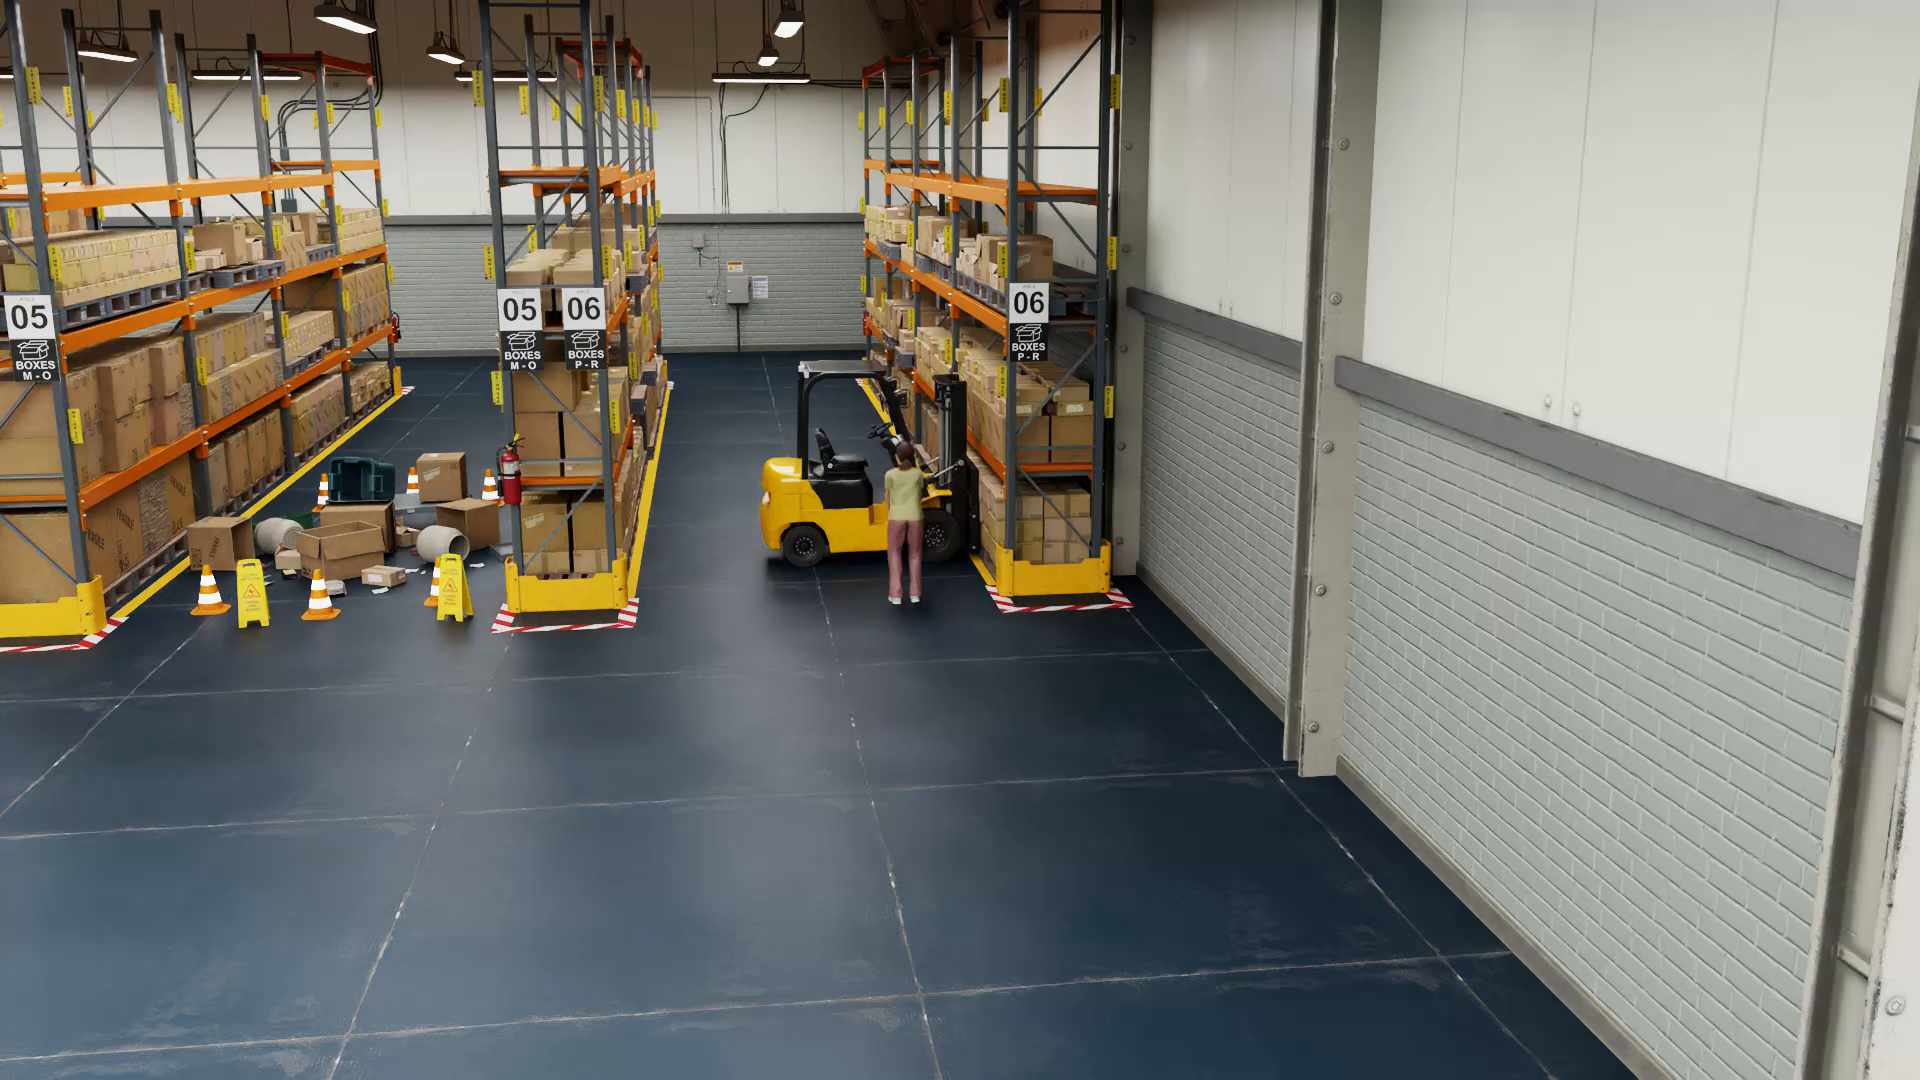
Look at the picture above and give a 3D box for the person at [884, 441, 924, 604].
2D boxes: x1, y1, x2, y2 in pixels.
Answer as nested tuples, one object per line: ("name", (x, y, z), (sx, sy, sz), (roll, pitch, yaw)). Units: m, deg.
("person", (-0.566, -0.193, 16.838), (0.405, 1.669, 0.527), (-2, 13, -9))
